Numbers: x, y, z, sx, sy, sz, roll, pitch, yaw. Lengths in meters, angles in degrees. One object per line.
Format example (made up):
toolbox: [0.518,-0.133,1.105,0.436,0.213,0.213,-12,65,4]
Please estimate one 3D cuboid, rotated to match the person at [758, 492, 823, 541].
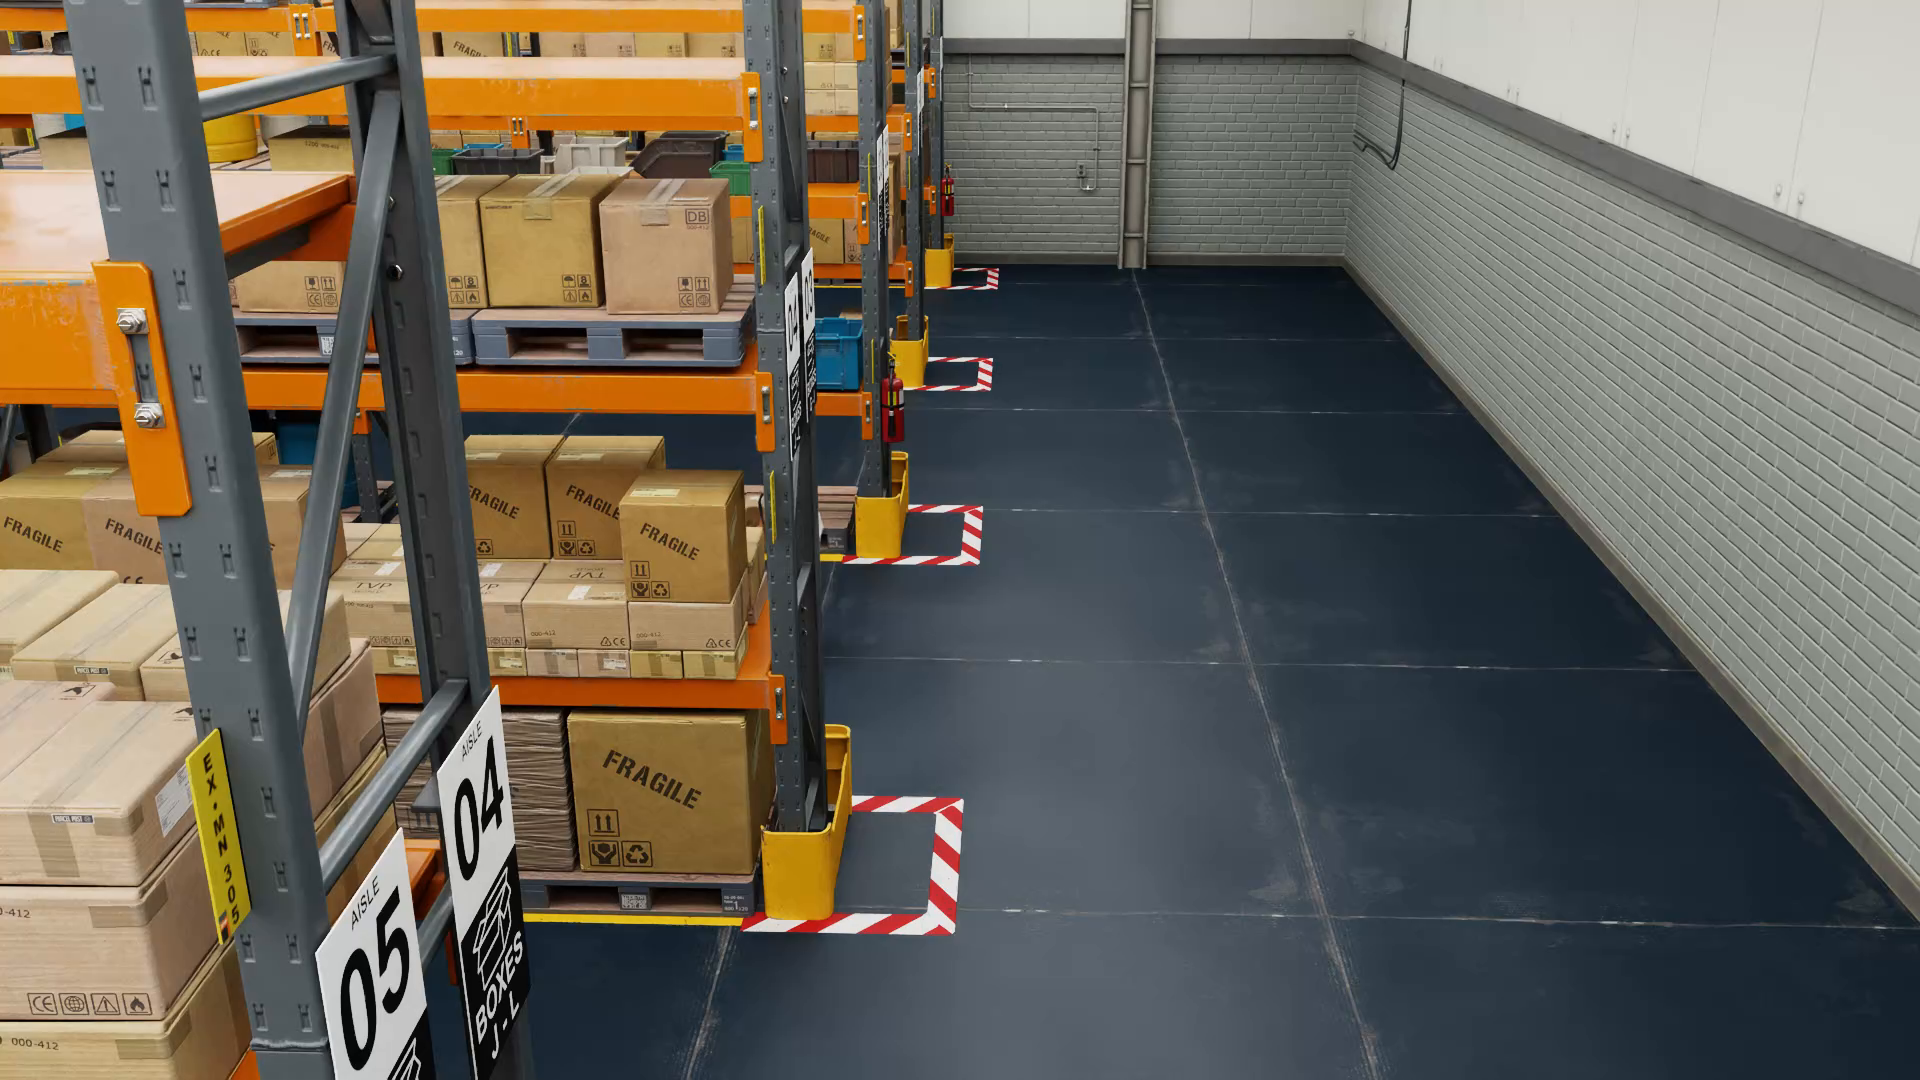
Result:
person: [-1.183,0.007,11.073,0.539,1.662,0.452,1,21,2]
